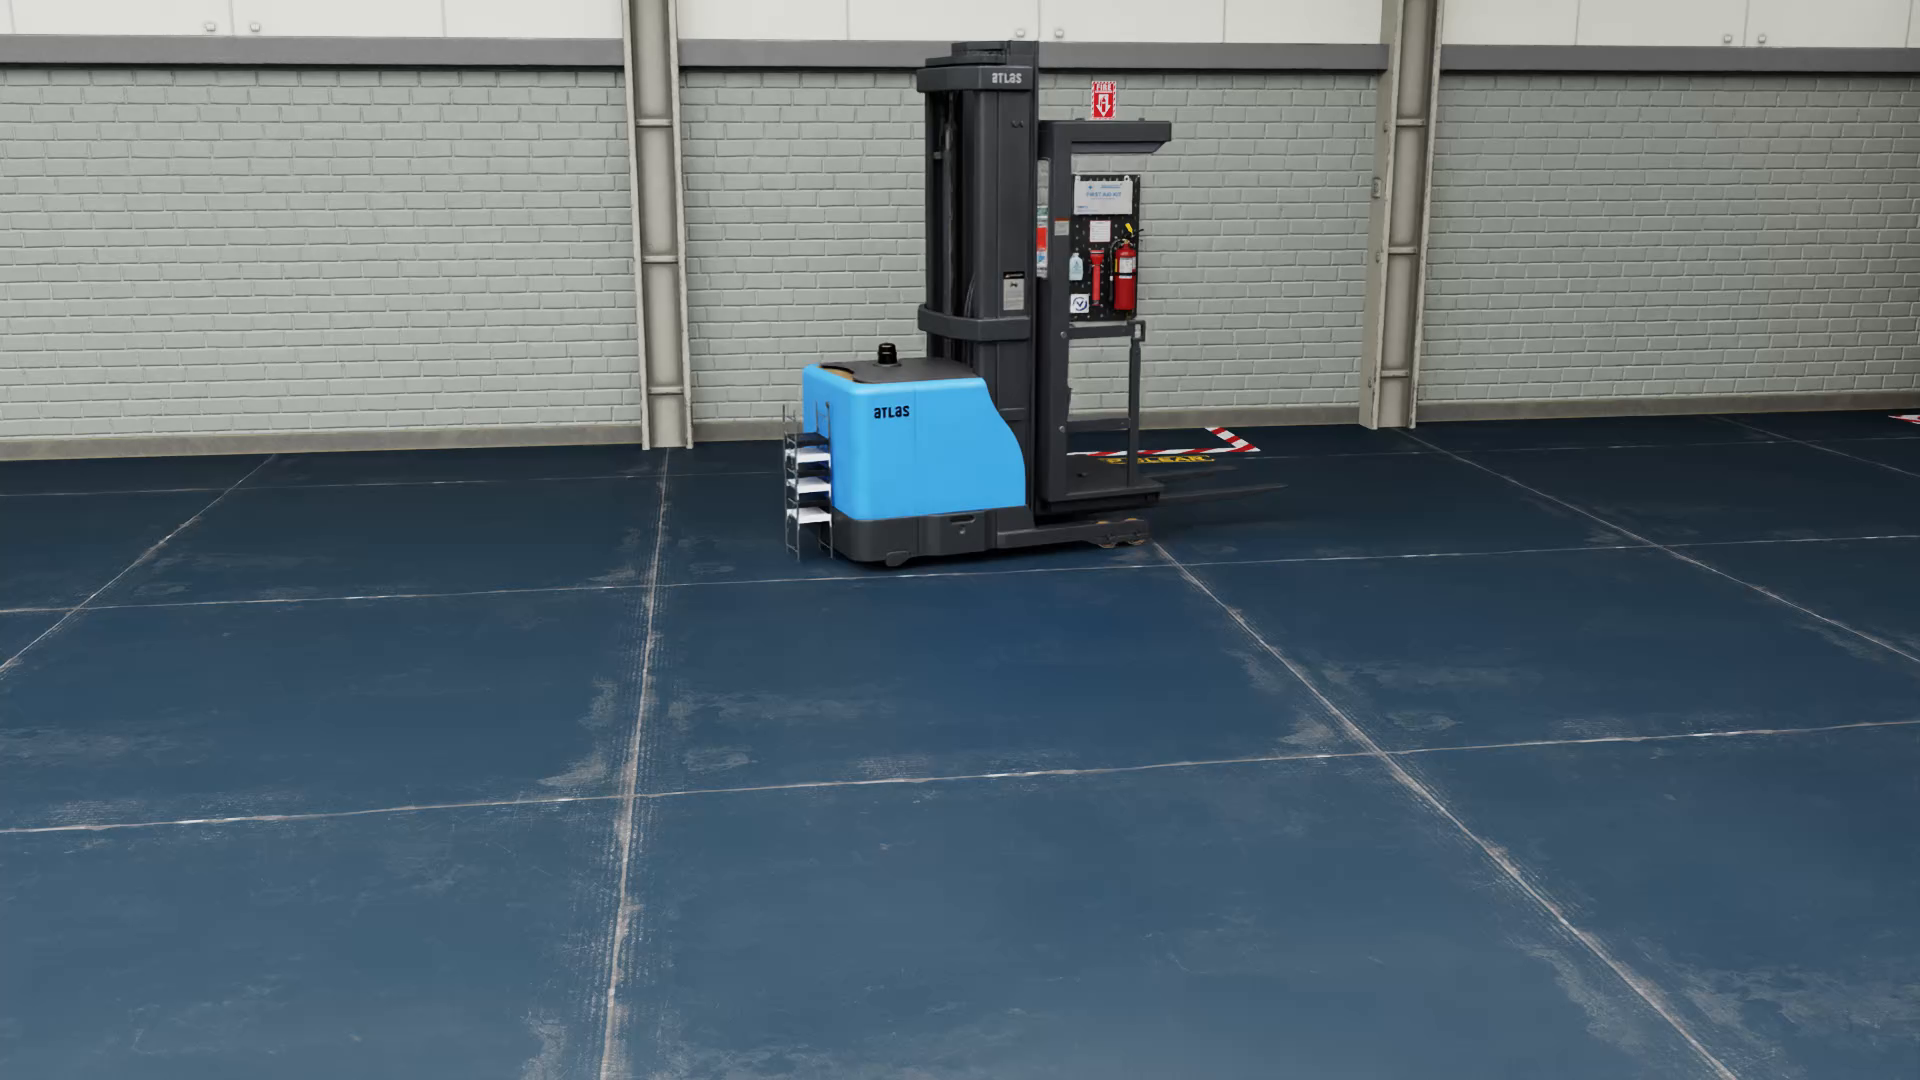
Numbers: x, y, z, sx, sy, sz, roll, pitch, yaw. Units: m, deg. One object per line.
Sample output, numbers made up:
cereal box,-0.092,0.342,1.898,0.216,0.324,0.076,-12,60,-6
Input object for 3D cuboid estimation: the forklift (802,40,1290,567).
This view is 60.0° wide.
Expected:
forklift,0.599,-1.481,10.103,3.031,2.935,1.130,-6,15,-22

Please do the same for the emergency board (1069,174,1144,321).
emergency board,1.164,-2.345,13.407,0.643,1.169,0.194,-2,14,-8

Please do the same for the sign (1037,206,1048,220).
sign,0.608,-2.622,13.349,0.331,0.109,0.001,-2,14,-8

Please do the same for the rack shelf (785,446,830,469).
rack shelf,-0.891,-0.480,9.684,0.200,0.077,0.258,-6,15,-22

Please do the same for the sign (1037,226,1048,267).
sign,0.602,-2.367,13.422,0.234,0.329,0.001,-2,14,-8

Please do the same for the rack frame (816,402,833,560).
rack frame,-0.798,-0.348,9.758,0.006,0.900,0.240,-6,15,-22

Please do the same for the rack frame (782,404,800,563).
rack frame,-0.985,-0.328,9.681,0.006,0.900,0.240,-6,15,-22

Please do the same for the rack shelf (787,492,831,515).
rack shelf,-0.891,-0.218,9.749,0.200,0.077,0.258,-6,15,-22

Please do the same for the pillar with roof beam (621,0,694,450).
pillar with roof beam,-1.678,-4.083,8.002,0.400,9.000,9.100,-2,14,-8

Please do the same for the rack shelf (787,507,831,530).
rack shelf,-0.891,-0.131,9.771,0.200,0.077,0.258,-6,15,-22

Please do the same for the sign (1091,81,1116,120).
sign,1.142,-3.493,13.219,0.199,0.298,0.001,-2,14,-8

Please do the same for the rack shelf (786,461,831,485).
rack shelf,-0.891,-0.393,9.706,0.200,0.077,0.258,-6,15,-22

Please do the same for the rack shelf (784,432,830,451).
rack shelf,-0.891,-0.568,9.662,0.200,0.077,0.258,-6,15,-22

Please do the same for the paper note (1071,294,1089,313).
paper note,0.979,-1.928,13.555,0.142,0.148,0.016,-2,14,-8

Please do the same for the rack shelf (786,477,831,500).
rack shelf,-0.891,-0.306,9.728,0.200,0.077,0.258,-6,15,-22

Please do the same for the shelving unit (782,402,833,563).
shelving unit,-0.891,-0.338,9.719,0.210,0.900,0.258,-6,15,-22
